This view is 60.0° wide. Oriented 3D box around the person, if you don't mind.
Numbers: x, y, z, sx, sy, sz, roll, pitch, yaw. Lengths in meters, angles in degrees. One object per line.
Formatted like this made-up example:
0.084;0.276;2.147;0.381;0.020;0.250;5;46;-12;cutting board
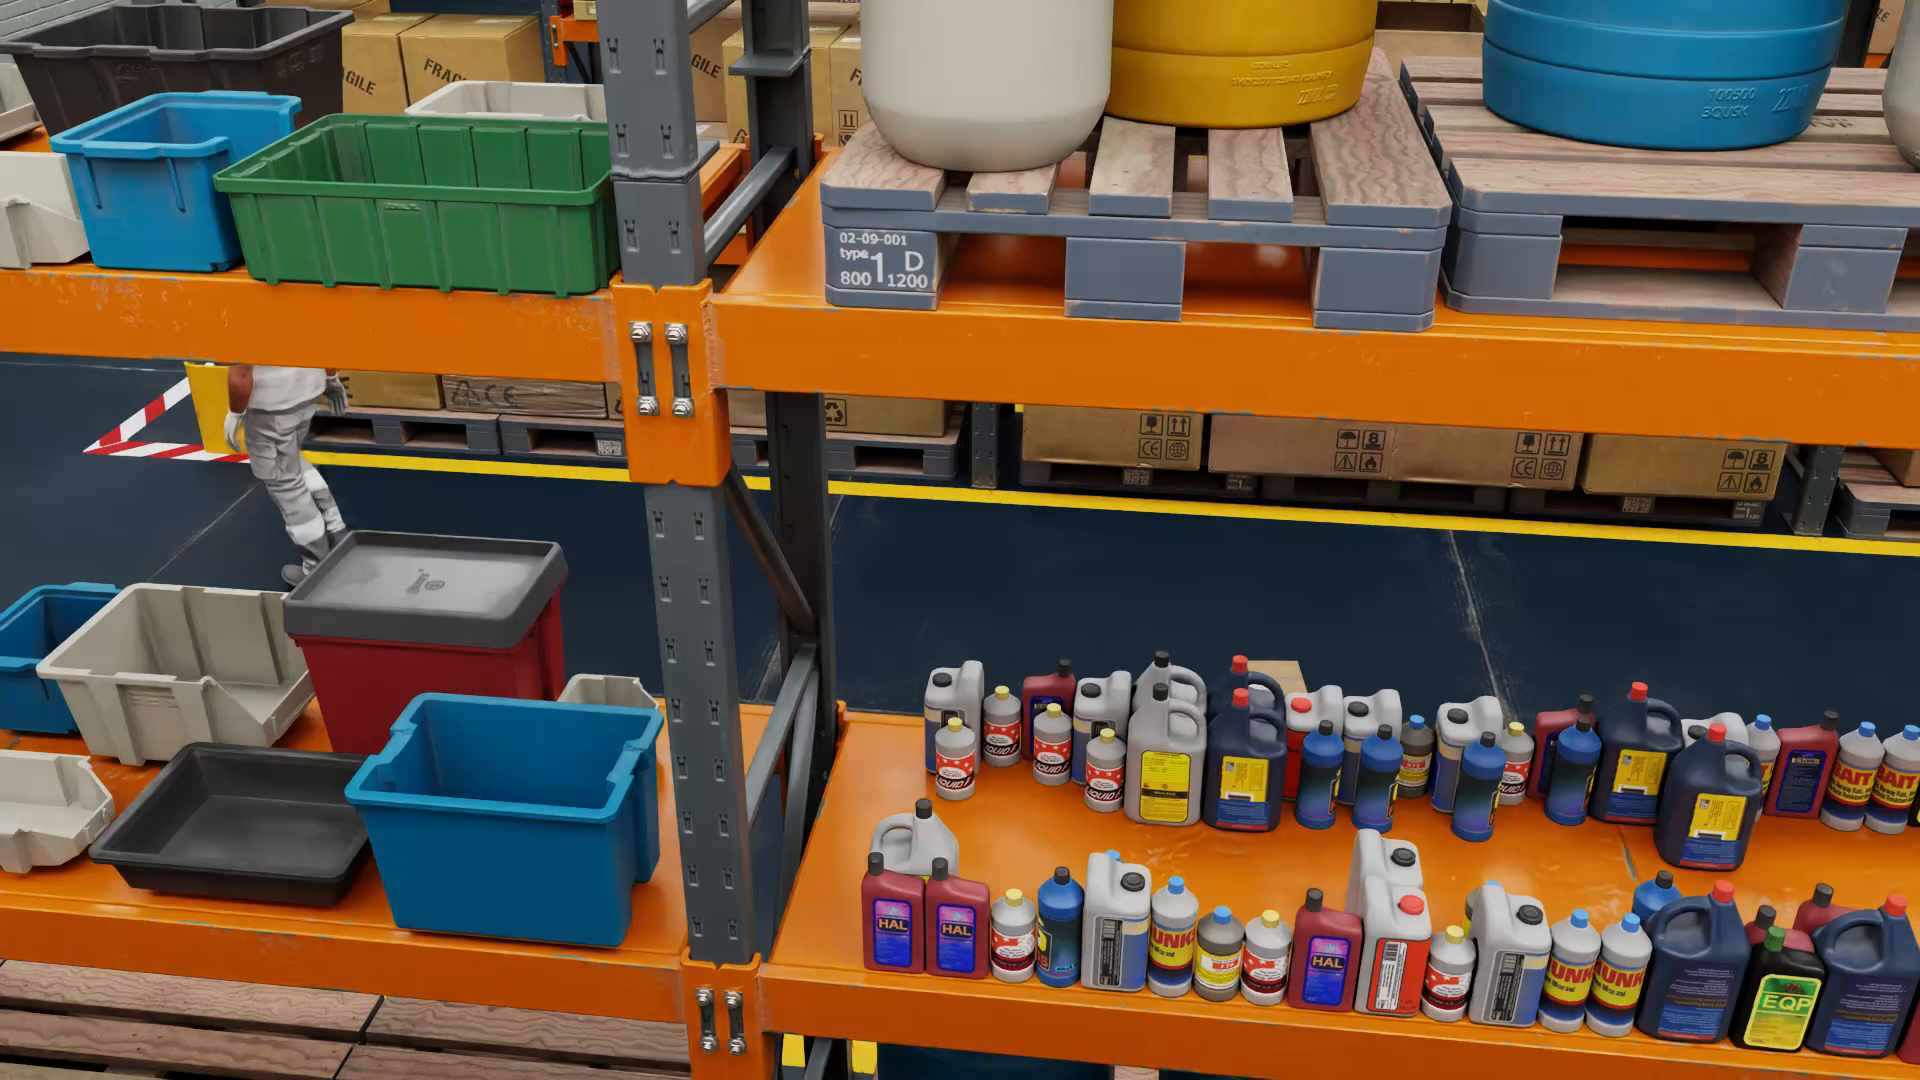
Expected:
-2.970;-0.614;7.197;0.467;1.788;0.578;10;30;18;person
